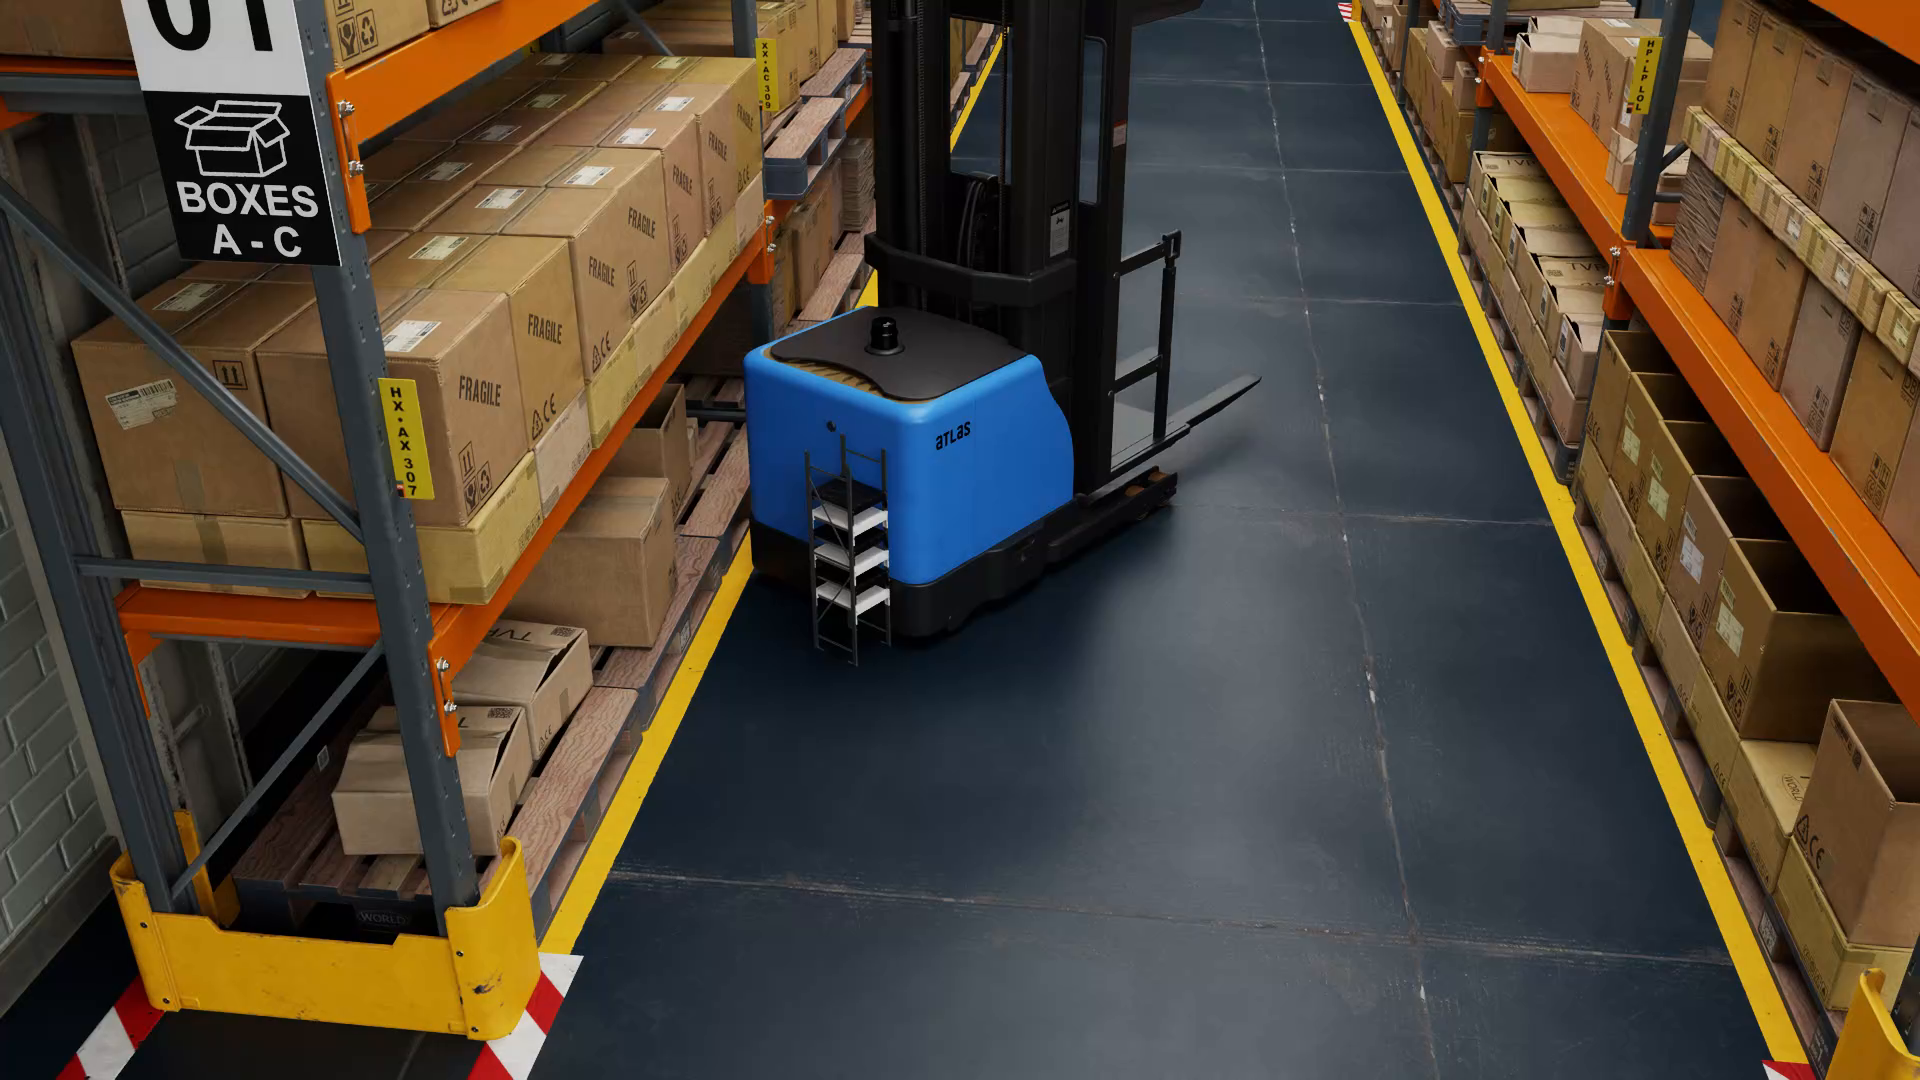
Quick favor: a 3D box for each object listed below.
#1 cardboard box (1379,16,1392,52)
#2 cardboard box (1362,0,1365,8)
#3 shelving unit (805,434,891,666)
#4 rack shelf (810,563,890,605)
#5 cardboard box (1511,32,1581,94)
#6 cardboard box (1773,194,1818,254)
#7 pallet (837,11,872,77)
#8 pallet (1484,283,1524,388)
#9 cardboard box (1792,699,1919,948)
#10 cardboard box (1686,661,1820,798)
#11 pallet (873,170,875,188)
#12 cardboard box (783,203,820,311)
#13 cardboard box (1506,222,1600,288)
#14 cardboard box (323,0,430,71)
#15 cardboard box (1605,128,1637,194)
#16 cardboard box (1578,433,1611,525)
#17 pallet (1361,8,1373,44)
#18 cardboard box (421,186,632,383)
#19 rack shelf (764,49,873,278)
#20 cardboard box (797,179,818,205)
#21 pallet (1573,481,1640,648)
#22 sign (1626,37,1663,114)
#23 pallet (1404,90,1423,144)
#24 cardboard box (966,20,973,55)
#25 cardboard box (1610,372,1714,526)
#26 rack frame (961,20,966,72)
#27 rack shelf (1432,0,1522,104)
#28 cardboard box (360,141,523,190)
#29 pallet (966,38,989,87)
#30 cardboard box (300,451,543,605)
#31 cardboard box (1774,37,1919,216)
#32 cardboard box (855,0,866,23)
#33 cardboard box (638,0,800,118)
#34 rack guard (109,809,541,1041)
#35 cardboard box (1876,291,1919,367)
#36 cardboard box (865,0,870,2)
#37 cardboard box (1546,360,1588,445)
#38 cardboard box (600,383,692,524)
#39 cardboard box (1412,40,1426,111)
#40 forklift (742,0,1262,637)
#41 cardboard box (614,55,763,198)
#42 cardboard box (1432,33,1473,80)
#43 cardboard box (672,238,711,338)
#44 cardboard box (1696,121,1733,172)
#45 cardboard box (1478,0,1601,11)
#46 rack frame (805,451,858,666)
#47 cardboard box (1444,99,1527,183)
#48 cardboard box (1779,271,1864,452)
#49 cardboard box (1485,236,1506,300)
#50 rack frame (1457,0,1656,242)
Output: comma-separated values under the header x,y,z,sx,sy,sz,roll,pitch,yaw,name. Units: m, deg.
x,y,z,sx,sy,sz,roll,pitch,yaw,name
4.349,-4.910,16.072,0.500,0.311,0.500,3,28,6,cardboard box
4.536,-5.796,17.870,0.380,0.166,0.250,3,28,6,cardboard box
-0.448,0.046,6.716,0.258,0.900,0.210,21,35,34,shelving unit
-0.448,0.155,6.774,0.258,0.077,0.200,21,35,34,rack shelf
3.677,-2.930,10.120,0.500,0.311,0.500,3,28,6,cardboard box
3.110,-1.104,5.847,0.380,0.149,0.250,3,28,5,cardboard box
-0.920,-3.239,10.802,1.213,0.211,1.003,3,28,6,pallet
3.687,-1.194,9.743,1.003,0.211,1.213,3,28,6,pallet
2.769,0.812,4.745,0.500,0.500,0.500,3,28,6,cardboard box
2.880,0.671,5.798,0.500,0.250,0.500,3,28,6,cardboard box
-0.767,-2.804,12.733,1.003,0.211,1.213,3,28,6,pallet
-1.238,-1.707,9.928,0.700,0.500,0.500,4,29,7,cardboard box
3.440,-1.641,9.499,0.500,0.311,0.500,3,28,6,cardboard box
-1.629,-1.416,3.926,0.500,0.500,0.500,4,29,8,cardboard box
3.414,-1.862,8.185,0.396,0.266,0.258,3,28,5,cardboard box
3.131,-0.270,7.545,0.500,0.250,0.500,3,28,6,cardboard box
4.853,-5.506,17.748,1.003,0.211,1.213,3,28,6,pallet
-1.422,-0.855,5.520,0.500,0.500,0.500,2,28,5,cardboard box
-1.183,-2.407,9.814,1.077,0.370,4.000,3,28,6,rack shelf
-1.165,-2.240,10.126,0.500,0.250,0.500,3,28,6,cardboard box
3.350,0.103,7.336,1.003,0.211,1.213,3,28,6,pallet
2.949,-1.998,7.159,0.100,0.325,0.005,3,28,6,sign
4.407,-3.649,14.301,1.003,0.211,1.213,3,28,6,pallet
-0.255,-4.979,16.021,0.700,0.500,0.500,4,29,7,cardboard box
3.068,-0.365,6.930,0.500,0.500,0.500,3,28,6,cardboard box
-0.448,-5.548,14.886,1.000,3.000,0.127,3,28,6,rack frame
4.224,-4.004,12.778,1.077,0.370,4.000,3,28,6,rack shelf
-1.879,-1.124,6.020,0.500,0.500,0.500,4,29,7,cardboard box
-0.277,-4.674,16.203,1.003,0.211,1.213,3,28,6,pallet
-1.543,-0.054,4.824,0.500,0.250,0.500,3,28,5,cardboard box
3.318,-1.429,5.766,0.700,0.500,0.500,3,28,6,cardboard box
-0.986,-3.681,10.851,0.700,0.500,0.500,0,28,0,cardboard box
-1.256,-2.520,8.696,0.700,0.500,0.500,6,29,11,cardboard box
-1.909,1.165,5.060,1.175,0.500,0.348,3,28,6,rack guard
2.983,-0.620,4.948,0.380,0.149,0.250,4,29,8,cardboard box
-0.625,-4.063,11.689,0.500,0.500,0.500,4,29,8,cardboard box
3.252,-0.683,8.311,0.500,0.250,0.500,3,28,6,cardboard box
-1.516,-0.385,7.473,0.500,0.500,0.500,1,28,2,cardboard box
4.113,-3.890,13.980,0.500,0.500,0.500,4,29,7,cardboard box
0.398,-1.519,7.479,1.130,2.935,3.031,21,35,34,forklift
-1.179,-1.815,7.302,0.500,0.500,0.500,3,28,6,cardboard box
3.984,-3.765,12.957,0.500,0.250,0.500,3,28,5,cardboard box
-1.301,-1.013,6.605,0.500,0.250,0.500,3,28,6,cardboard box
3.233,-1.593,6.754,0.380,0.149,0.250,4,29,7,cardboard box
3.944,-3.911,11.299,0.700,0.500,0.500,-6,29,-11,cardboard box
-0.513,0.083,6.647,0.240,0.900,0.006,21,35,34,rack frame
3.860,-2.926,12.191,0.500,0.500,0.500,4,29,8,cardboard box
3.255,-0.605,5.606,0.700,0.500,0.500,4,29,8,cardboard box
3.505,-1.642,10.092,0.500,0.250,0.500,3,28,5,cardboard box
3.979,-3.379,10.860,1.000,3.000,0.127,3,28,6,rack frame
